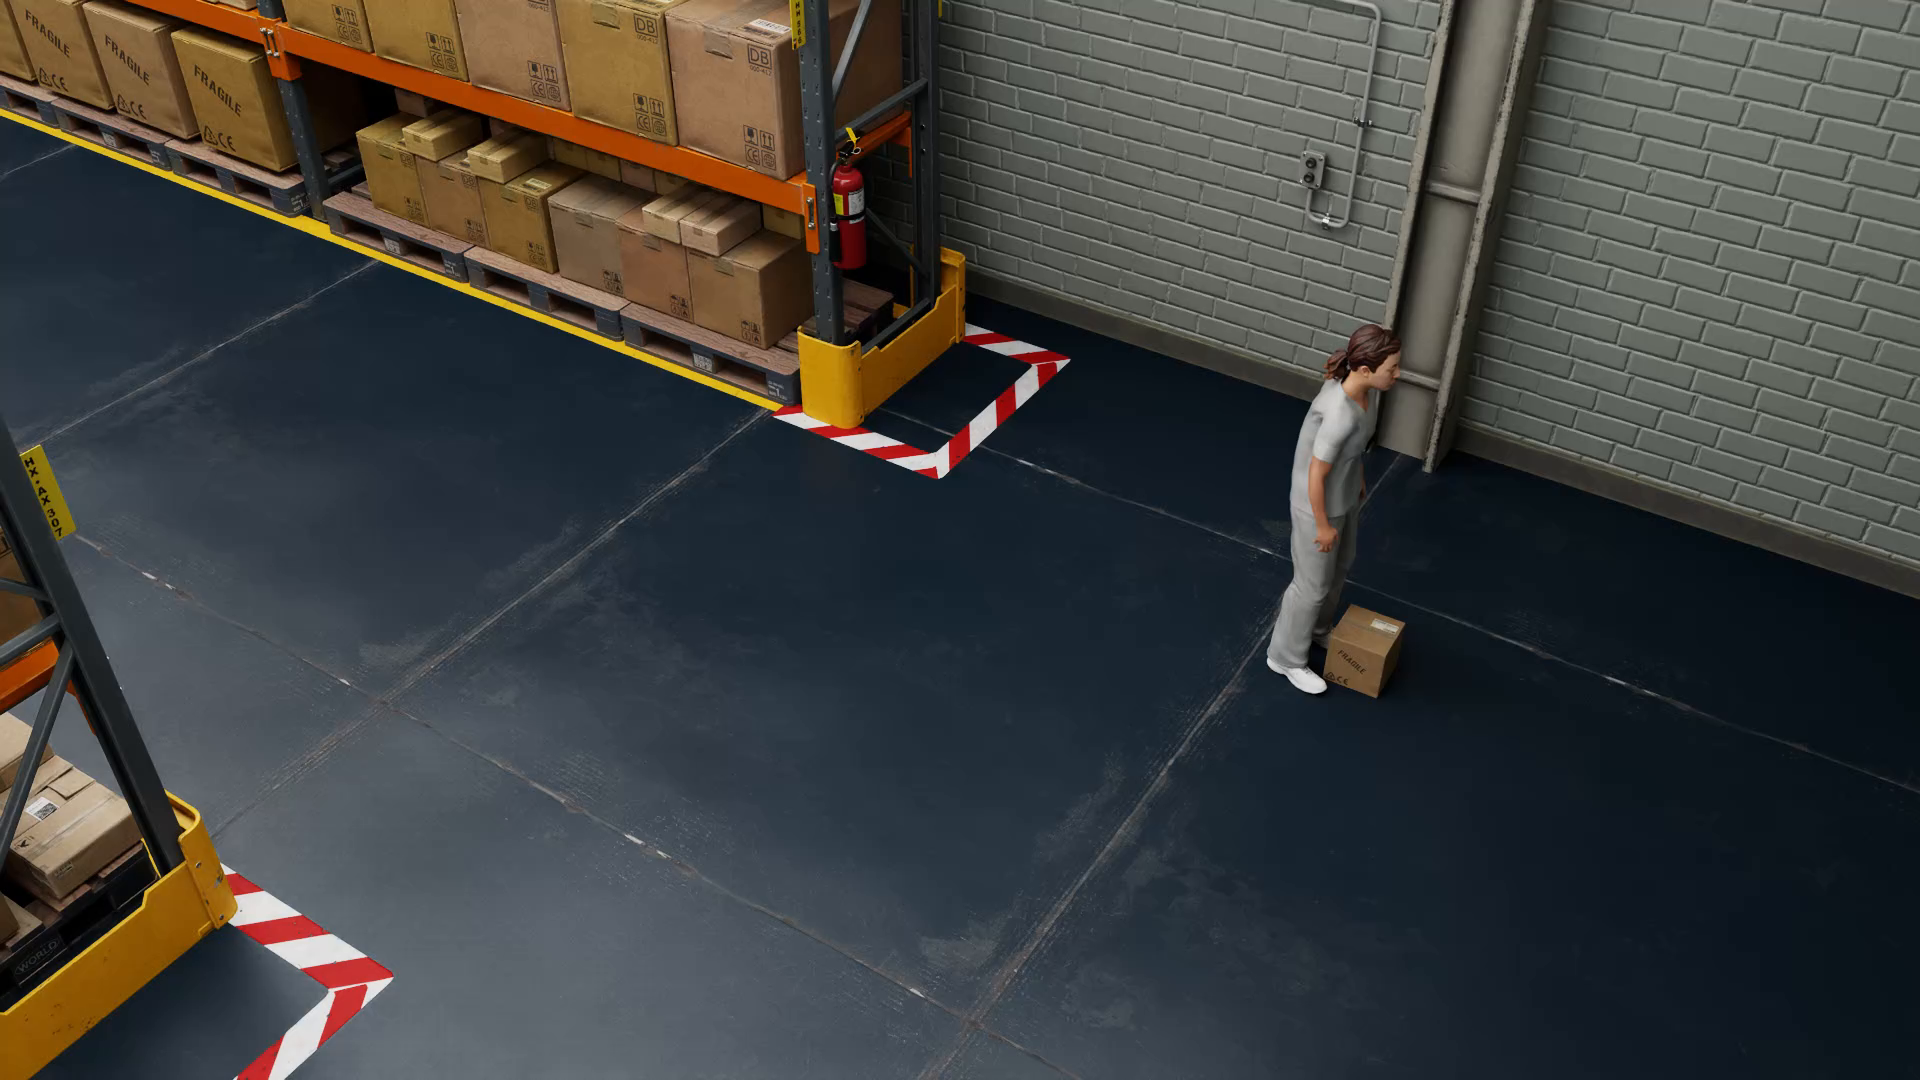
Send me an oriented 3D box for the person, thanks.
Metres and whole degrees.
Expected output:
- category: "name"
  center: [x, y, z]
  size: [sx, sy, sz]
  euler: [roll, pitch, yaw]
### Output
- category: "person"
  center: [1.544, -0.155, 6.875]
  size: [0.355, 1.673, 0.512]
  euler: [20, 43, 23]
